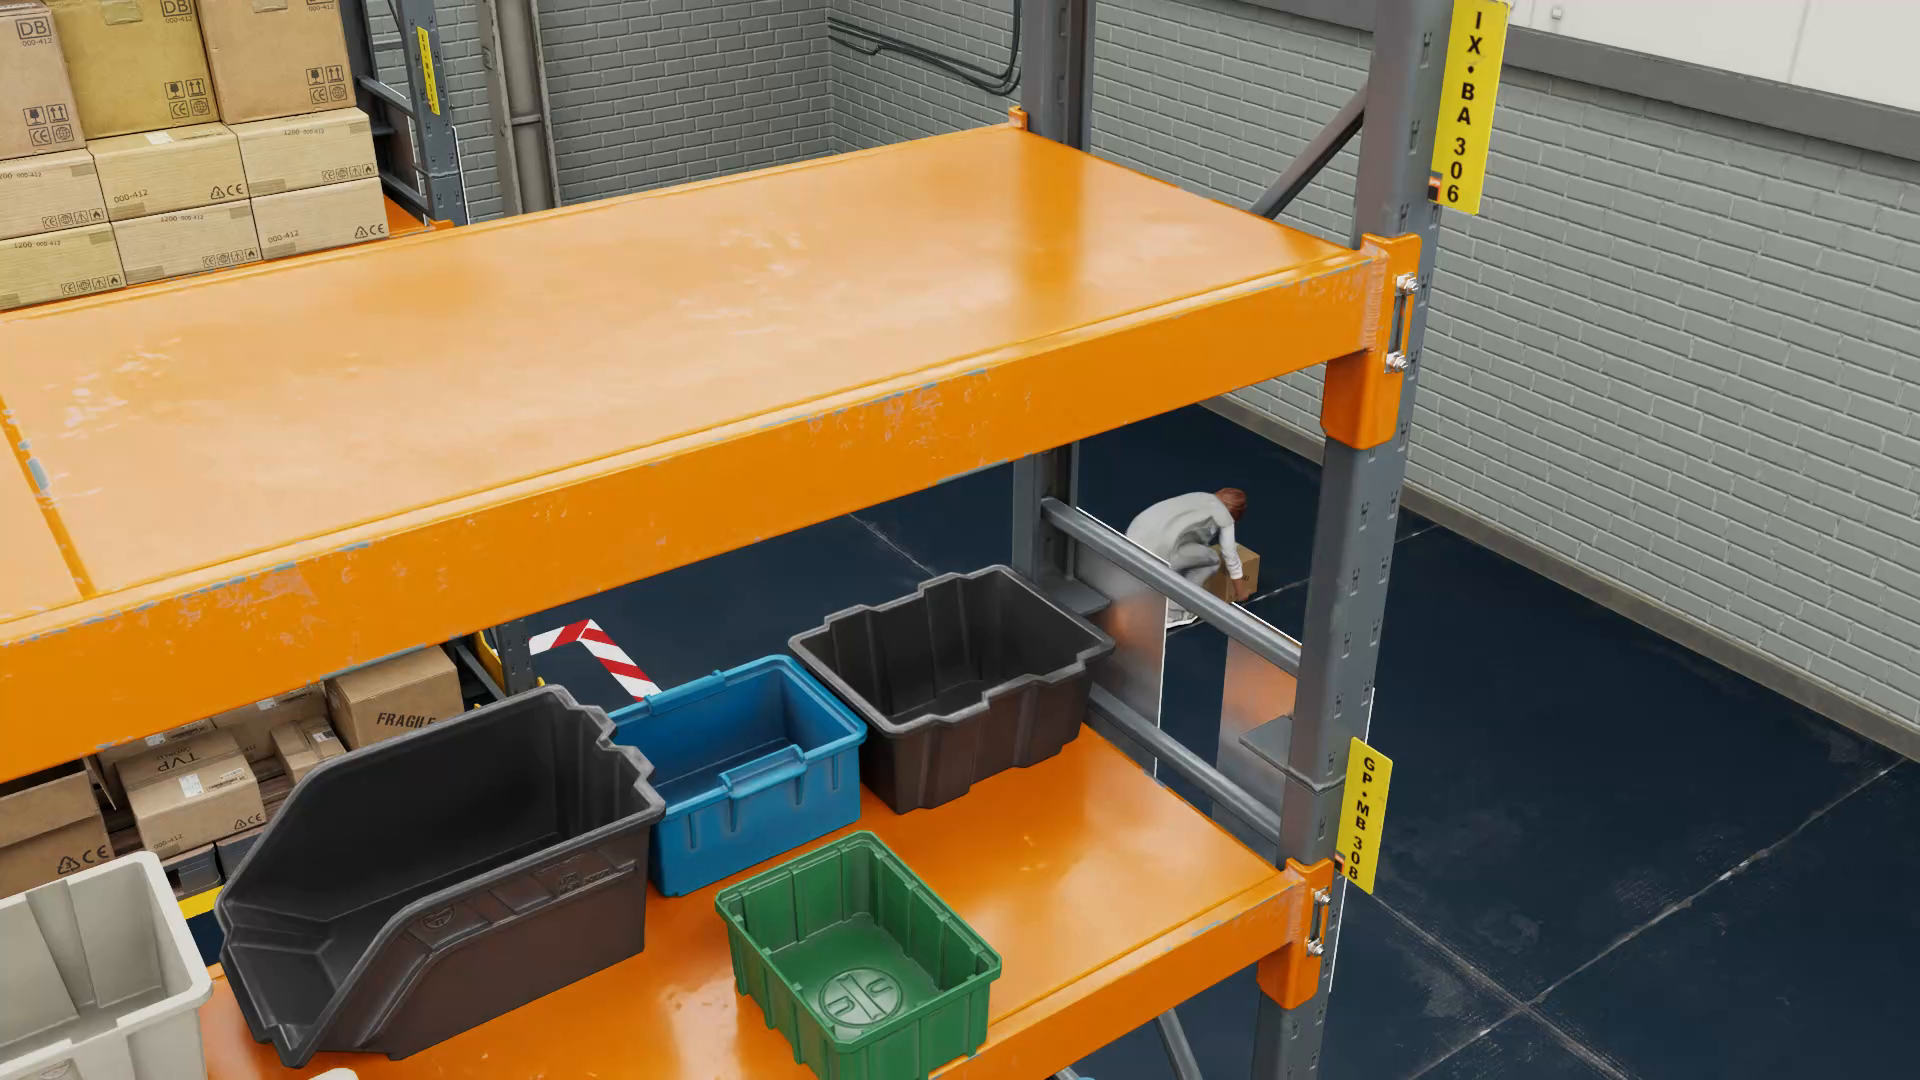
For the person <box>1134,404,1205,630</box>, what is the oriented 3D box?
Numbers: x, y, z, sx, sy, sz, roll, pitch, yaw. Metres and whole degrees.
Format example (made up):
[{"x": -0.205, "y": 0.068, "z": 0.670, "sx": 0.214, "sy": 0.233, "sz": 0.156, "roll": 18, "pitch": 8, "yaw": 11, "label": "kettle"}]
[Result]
[{"x": 1.148, "y": -0.266, "z": 9.157, "sx": 0.348, "sy": 1.590, "sz": 0.468, "roll": -21, "pitch": 35, "yaw": -32, "label": "person"}]
